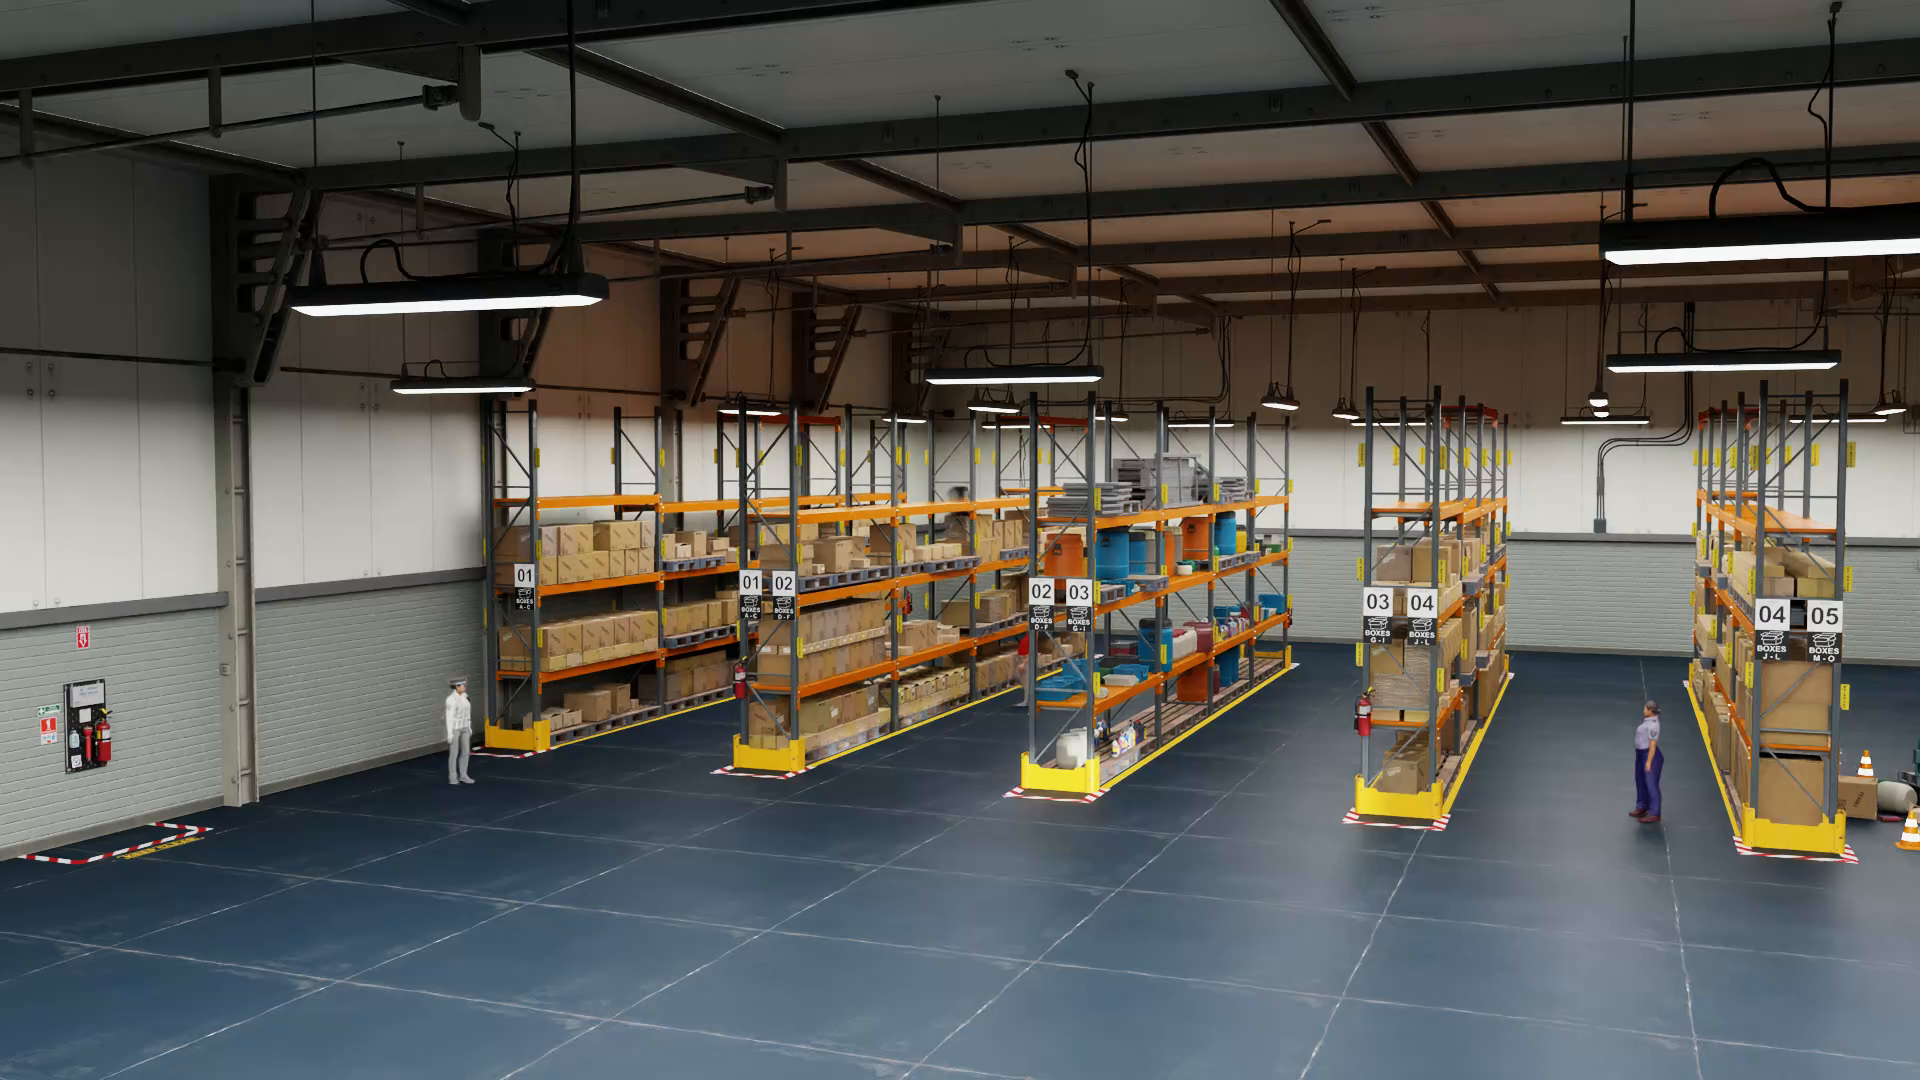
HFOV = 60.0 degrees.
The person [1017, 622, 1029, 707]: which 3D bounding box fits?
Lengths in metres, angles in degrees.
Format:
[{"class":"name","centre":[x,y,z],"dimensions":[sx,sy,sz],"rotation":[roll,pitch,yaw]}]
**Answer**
[{"class":"person","centre":[1.328,2.517,33.606],"dimensions":[0.432,1.776,0.644],"rotation":[0,3,-10]}]

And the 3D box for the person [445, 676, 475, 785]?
[{"class":"person","centre":[-7.705,2.917,25.526],"dimensions":[0.375,1.679,0.534],"rotation":[1,3,26]}]

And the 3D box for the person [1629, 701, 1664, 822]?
[{"class":"person","centre":[9.524,3.042,23.045],"dimensions":[0.398,1.648,0.548],"rotation":[0,3,4]}]
